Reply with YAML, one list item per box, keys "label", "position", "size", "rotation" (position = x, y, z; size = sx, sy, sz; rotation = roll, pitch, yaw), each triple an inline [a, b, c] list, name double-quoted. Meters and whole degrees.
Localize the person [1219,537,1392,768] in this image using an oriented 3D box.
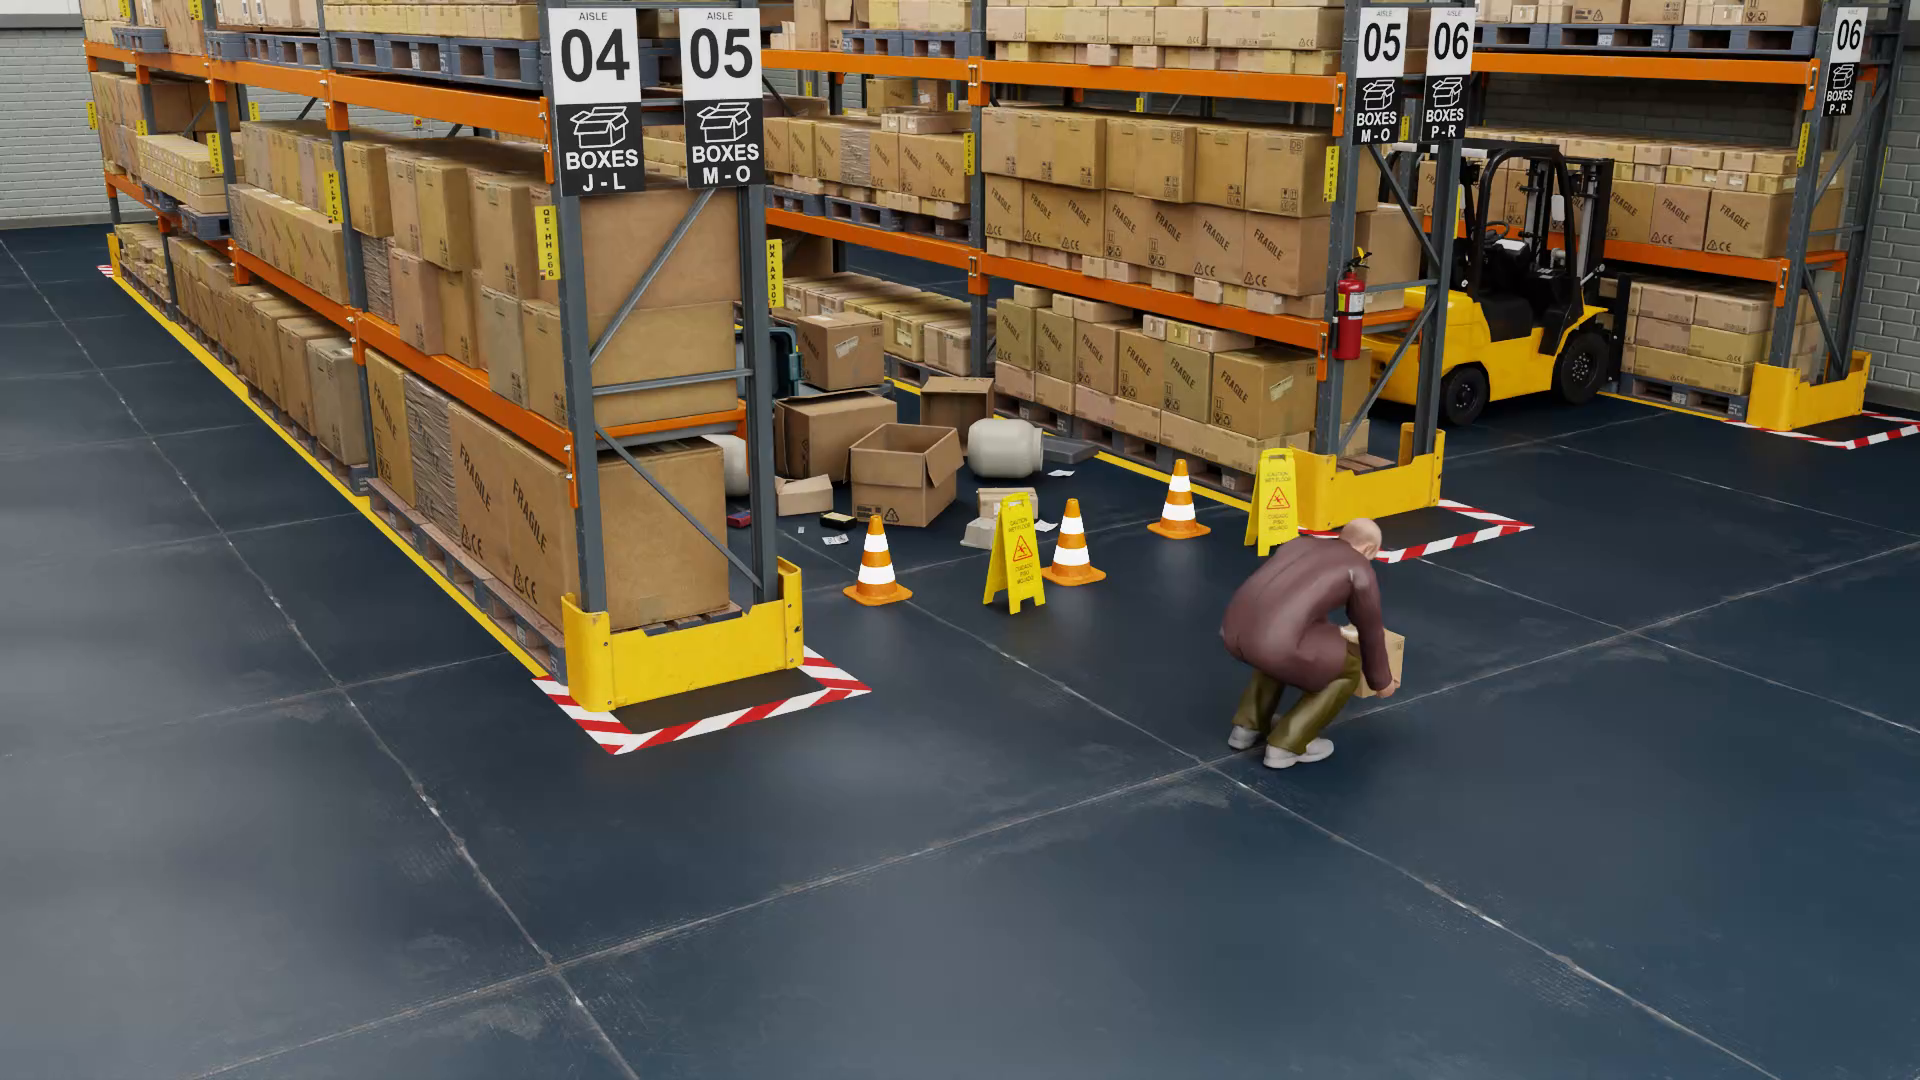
- label: "person"
  position: [1.529, 0.479, 7.439]
  size: [0.849, 0.953, 0.586]
  rotation: [-12, 21, -33]
